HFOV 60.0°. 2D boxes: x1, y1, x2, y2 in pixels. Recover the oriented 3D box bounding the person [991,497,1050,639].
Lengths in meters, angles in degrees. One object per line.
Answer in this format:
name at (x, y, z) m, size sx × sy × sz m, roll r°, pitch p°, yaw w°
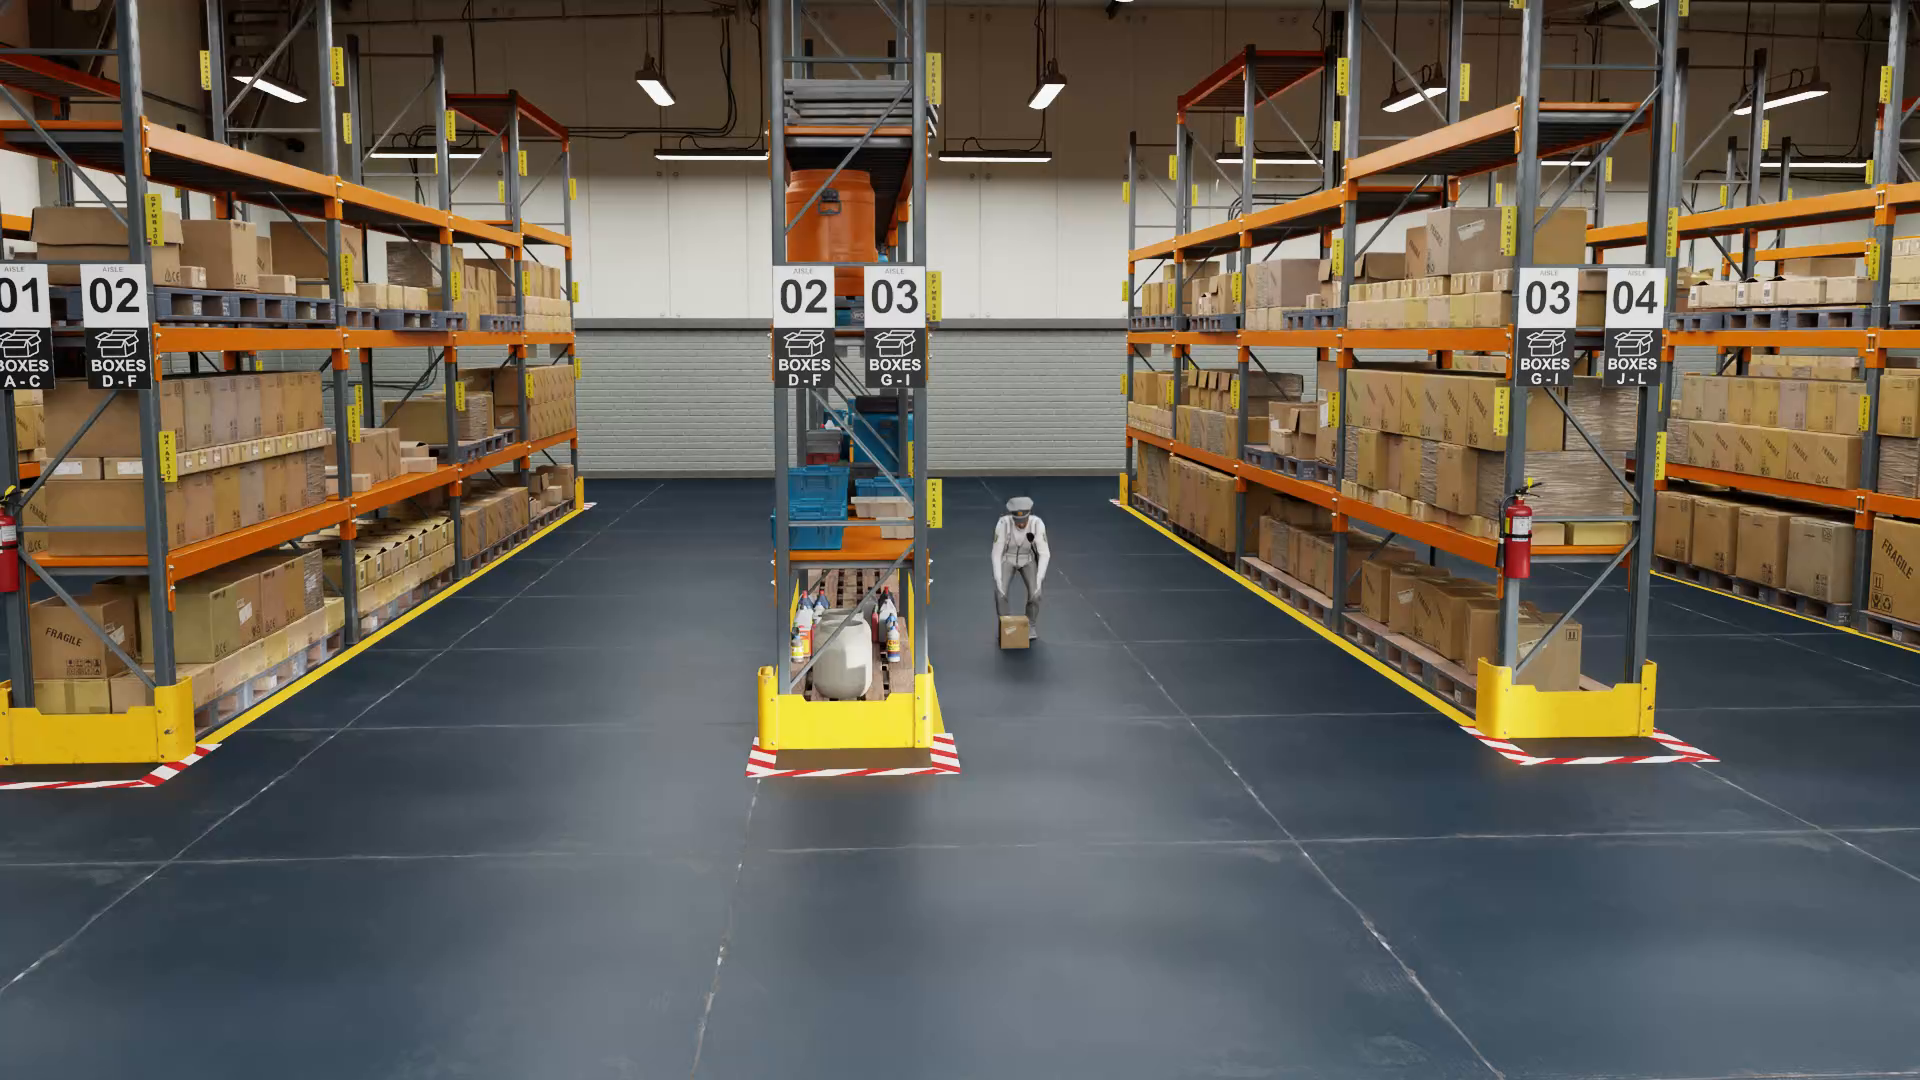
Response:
person at (0.555, 0.248, 15.168) m, size 0.534 × 1.320 × 0.739 m, roll 1°, pitch 7°, yaw 5°
